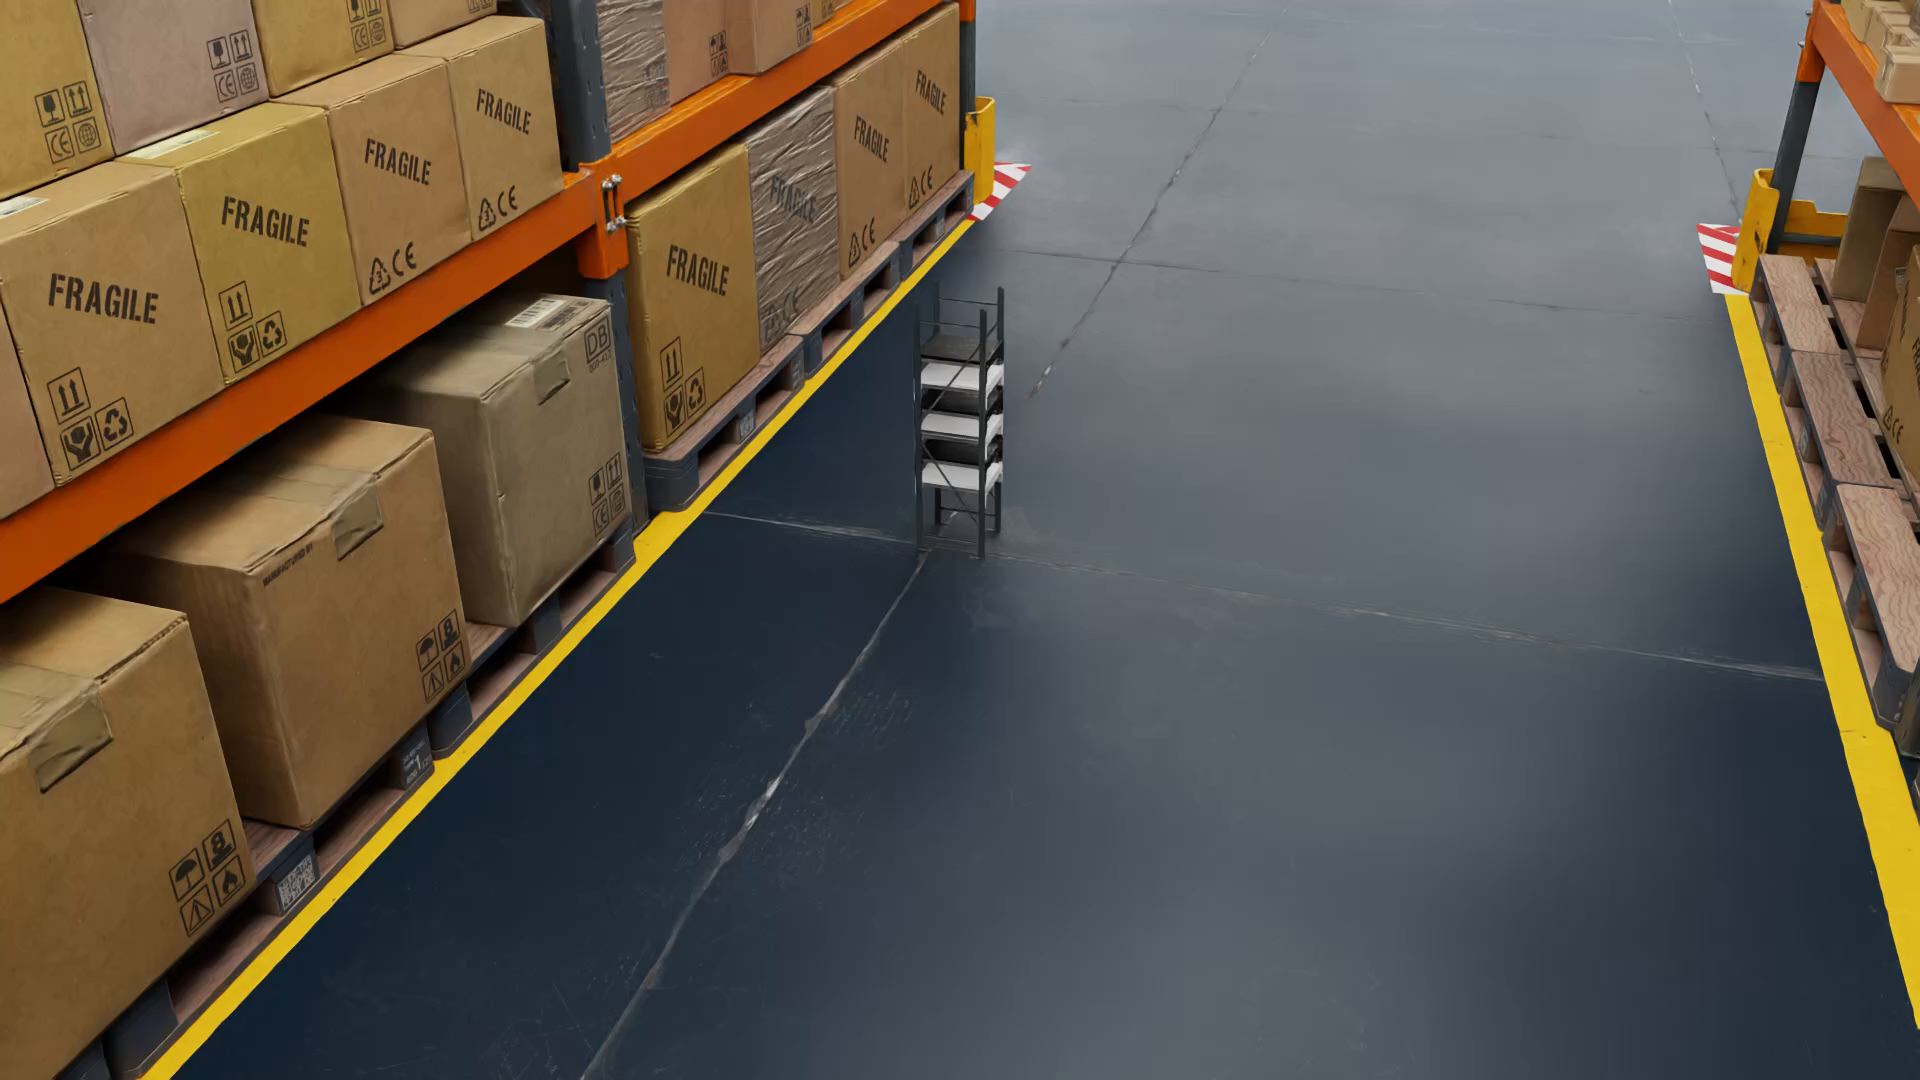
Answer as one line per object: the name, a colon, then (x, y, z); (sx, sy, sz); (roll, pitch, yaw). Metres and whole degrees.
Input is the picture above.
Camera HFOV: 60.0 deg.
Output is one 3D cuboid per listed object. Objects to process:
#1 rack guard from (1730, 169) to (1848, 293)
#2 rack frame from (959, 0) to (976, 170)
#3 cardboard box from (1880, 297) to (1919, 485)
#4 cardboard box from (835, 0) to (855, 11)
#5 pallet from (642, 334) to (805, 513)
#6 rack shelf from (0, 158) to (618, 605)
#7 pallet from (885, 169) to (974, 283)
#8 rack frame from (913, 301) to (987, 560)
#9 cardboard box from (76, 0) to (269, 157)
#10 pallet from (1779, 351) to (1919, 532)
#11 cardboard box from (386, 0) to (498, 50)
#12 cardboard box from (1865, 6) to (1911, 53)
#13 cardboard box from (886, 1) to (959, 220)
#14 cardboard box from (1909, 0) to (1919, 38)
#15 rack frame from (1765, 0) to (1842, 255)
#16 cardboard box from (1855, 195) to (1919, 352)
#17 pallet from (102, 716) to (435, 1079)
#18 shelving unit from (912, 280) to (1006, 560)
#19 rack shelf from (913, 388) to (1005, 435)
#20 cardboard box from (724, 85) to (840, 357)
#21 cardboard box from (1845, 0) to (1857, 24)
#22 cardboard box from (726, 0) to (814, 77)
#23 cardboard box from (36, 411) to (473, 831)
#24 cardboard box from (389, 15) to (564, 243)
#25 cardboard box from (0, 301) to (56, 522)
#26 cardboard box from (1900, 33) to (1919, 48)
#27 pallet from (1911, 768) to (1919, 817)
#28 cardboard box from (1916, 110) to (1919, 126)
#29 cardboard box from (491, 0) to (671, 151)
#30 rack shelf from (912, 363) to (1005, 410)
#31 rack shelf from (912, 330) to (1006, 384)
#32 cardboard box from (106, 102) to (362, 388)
rack guard: (4.278, -1.388, 7.730); (1.175, 0.500, 0.348); (8, 30, 15)
rack frame: (-0.412, -3.270, 8.543); (1.000, 3.000, 0.127); (8, 30, 15)
cardboard box: (3.549, -0.495, 5.693); (0.500, 0.500, 0.500); (6, 30, 10)
cardboard box: (-0.903, -2.656, 7.284); (0.875, 0.550, 0.550); (8, 30, 15)
pallet: (-1.288, -0.535, 6.494); (1.003, 0.211, 1.213); (8, 30, 15)
rack shelf: (-2.173, -0.167, 3.705); (1.077, 0.370, 4.000); (8, 30, 15)
pallet: (-0.572, -1.669, 8.533); (1.003, 0.211, 1.213); (8, 30, 15)
rack frame: (-0.032, -0.342, 5.440); (0.240, 0.900, 0.006); (8, 30, 15)
cardboard box: (-2.024, -1.186, 3.665); (0.700, 0.500, 0.500); (9, 30, 15)
pallet: (3.645, -0.324, 6.115); (1.003, 0.211, 1.213); (8, 30, 15)
cardboard box: (-1.726, -1.660, 4.518); (0.700, 0.500, 0.500); (8, 30, 14)
cardboard box: (3.755, -1.961, 6.447); (0.380, 0.149, 0.250); (8, 30, 15)
cardboard box: (-0.548, -2.201, 8.374); (0.875, 0.875, 0.875); (9, 30, 15)
cardboard box: (3.892, -1.962, 5.782); (0.875, 0.500, 0.500); (8, 30, 15)
rack frame: (4.300, -2.515, 7.186); (1.000, 3.000, 0.127); (8, 30, 15)
cardboard box: (3.958, -1.036, 6.666); (0.500, 0.500, 0.500); (17, 33, 28)
pallet: (-2.097, 0.746, 4.193); (1.003, 0.211, 1.213); (8, 30, 15)
shelving unit: (-0.002, -0.389, 5.524); (0.258, 0.900, 0.210); (8, 30, 15)
rack shelf: (-0.002, -0.439, 5.497); (0.258, 0.077, 0.200); (8, 30, 15)
cardboard box: (-1.074, -1.368, 6.877); (0.875, 0.875, 0.875); (9, 30, 15)
cardboard box: (3.897, -2.194, 6.866); (0.380, 0.149, 0.250); (8, 30, 15)
cardboard box: (-1.078, -2.143, 6.362); (0.875, 0.550, 0.550); (8, 30, 15)
cardboard box: (-1.969, 0.137, 4.300); (1.050, 0.750, 0.750); (8, 30, 15)
cardboard box: (-1.484, -1.174, 4.672); (0.500, 0.500, 0.500); (8, 30, 15)
cardboard box: (-2.075, -0.237, 2.988); (0.500, 0.500, 0.500); (8, 30, 15)
cardboard box: (3.628, -1.725, 6.024); (0.380, 0.149, 0.250); (8, 30, 15)
pallet: (2.899, 0.924, 3.872); (1.003, 0.211, 1.213); (8, 30, 15)
cardboard box: (3.362, -1.384, 5.410); (0.380, 0.149, 0.250); (8, 30, 15)
cardboard box: (-1.489, -1.650, 5.476); (0.875, 0.550, 0.550); (8, 30, 15)
rack shelf: (-0.002, -0.518, 5.453); (0.258, 0.077, 0.200); (8, 30, 15)
rack shelf: (-0.002, -0.596, 5.409); (0.258, 0.077, 0.200); (8, 30, 15)
cardboard box: (-1.780, -0.705, 3.828); (0.500, 0.500, 0.500); (9, 30, 15)
